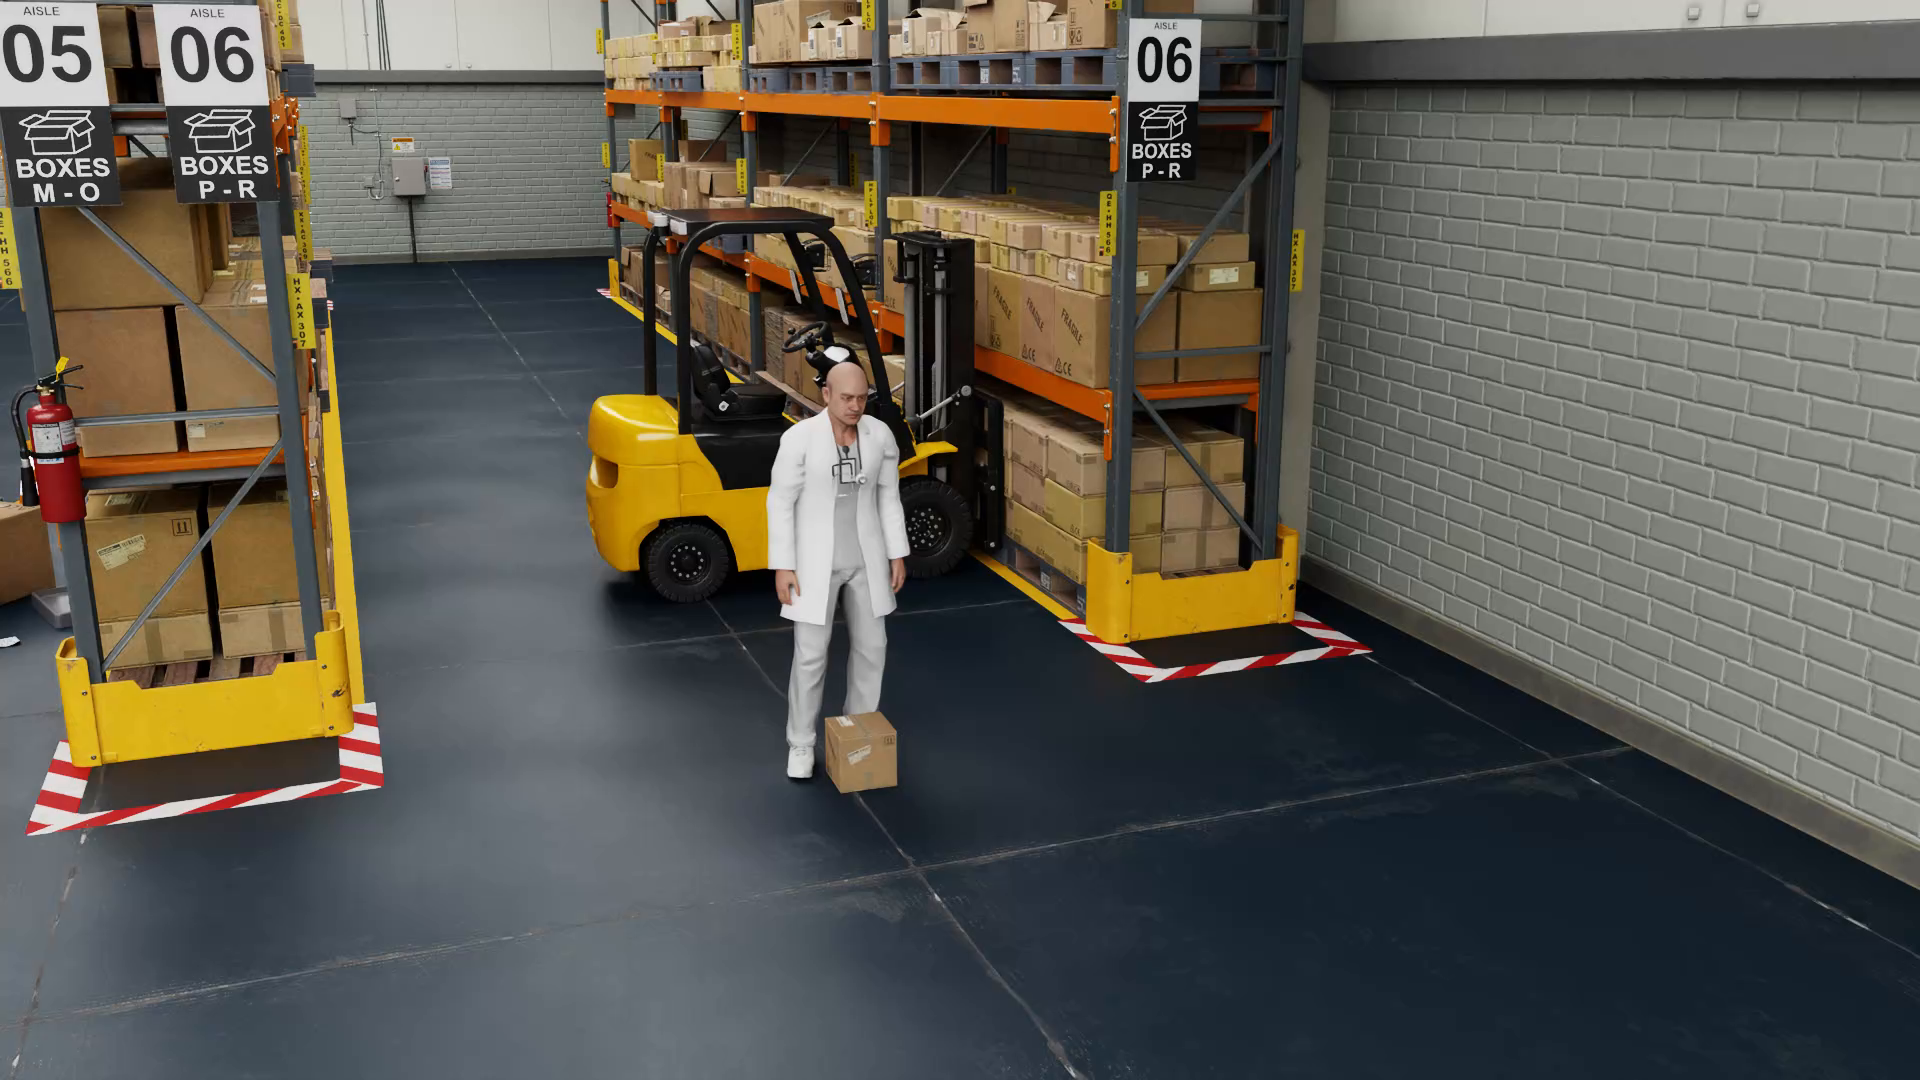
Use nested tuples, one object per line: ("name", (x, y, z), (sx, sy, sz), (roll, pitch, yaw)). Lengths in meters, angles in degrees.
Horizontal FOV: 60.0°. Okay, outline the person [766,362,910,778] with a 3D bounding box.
("person", (-0.513, 0.111, 7.151), (0.645, 1.772, 0.429), (-7, 17, -23))
